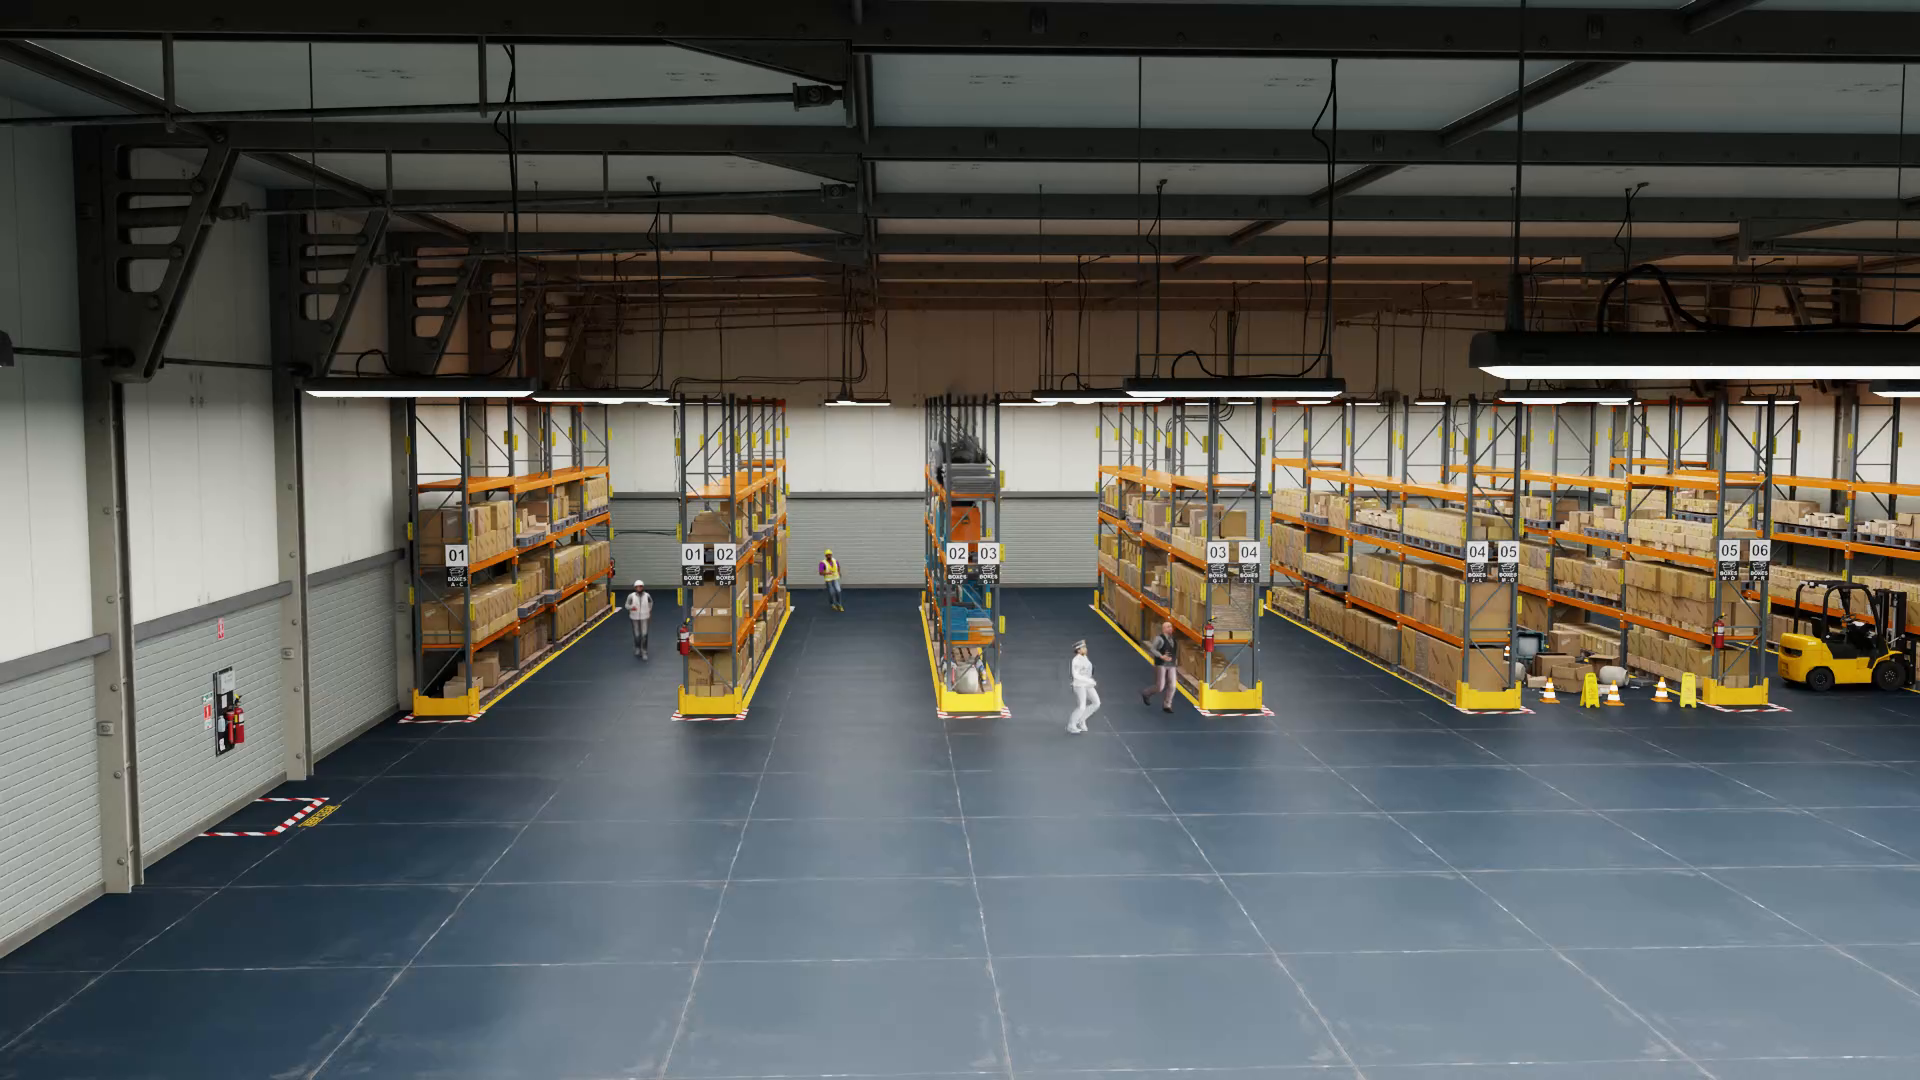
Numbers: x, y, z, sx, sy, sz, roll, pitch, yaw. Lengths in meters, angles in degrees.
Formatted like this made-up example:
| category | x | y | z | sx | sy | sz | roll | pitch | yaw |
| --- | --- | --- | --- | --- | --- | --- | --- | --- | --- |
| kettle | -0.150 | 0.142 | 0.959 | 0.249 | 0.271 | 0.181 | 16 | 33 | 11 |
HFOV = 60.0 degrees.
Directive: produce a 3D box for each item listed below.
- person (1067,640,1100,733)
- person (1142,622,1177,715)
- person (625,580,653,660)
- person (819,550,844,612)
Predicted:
| category | x | y | z | sx | sy | sz | roll | pitch | yaw |
| --- | --- | --- | --- | --- | --- | --- | --- | --- | --- |
| person | 2.179 | 2.572 | 29.316 | 0.591 | 1.658 | 0.625 | 3 | 5 | 31 |
| person | 3.859 | 2.400 | 31.470 | 0.674 | 1.715 | 0.803 | -3 | 5 | -33 |
| person | -7.367 | 1.826 | 38.169 | 0.640 | 1.819 | 0.791 | -1 | 5 | -12 |
| person | -3.661 | 1.145 | 46.917 | 0.703 | 1.763 | 0.687 | -2 | 5 | -21 |
